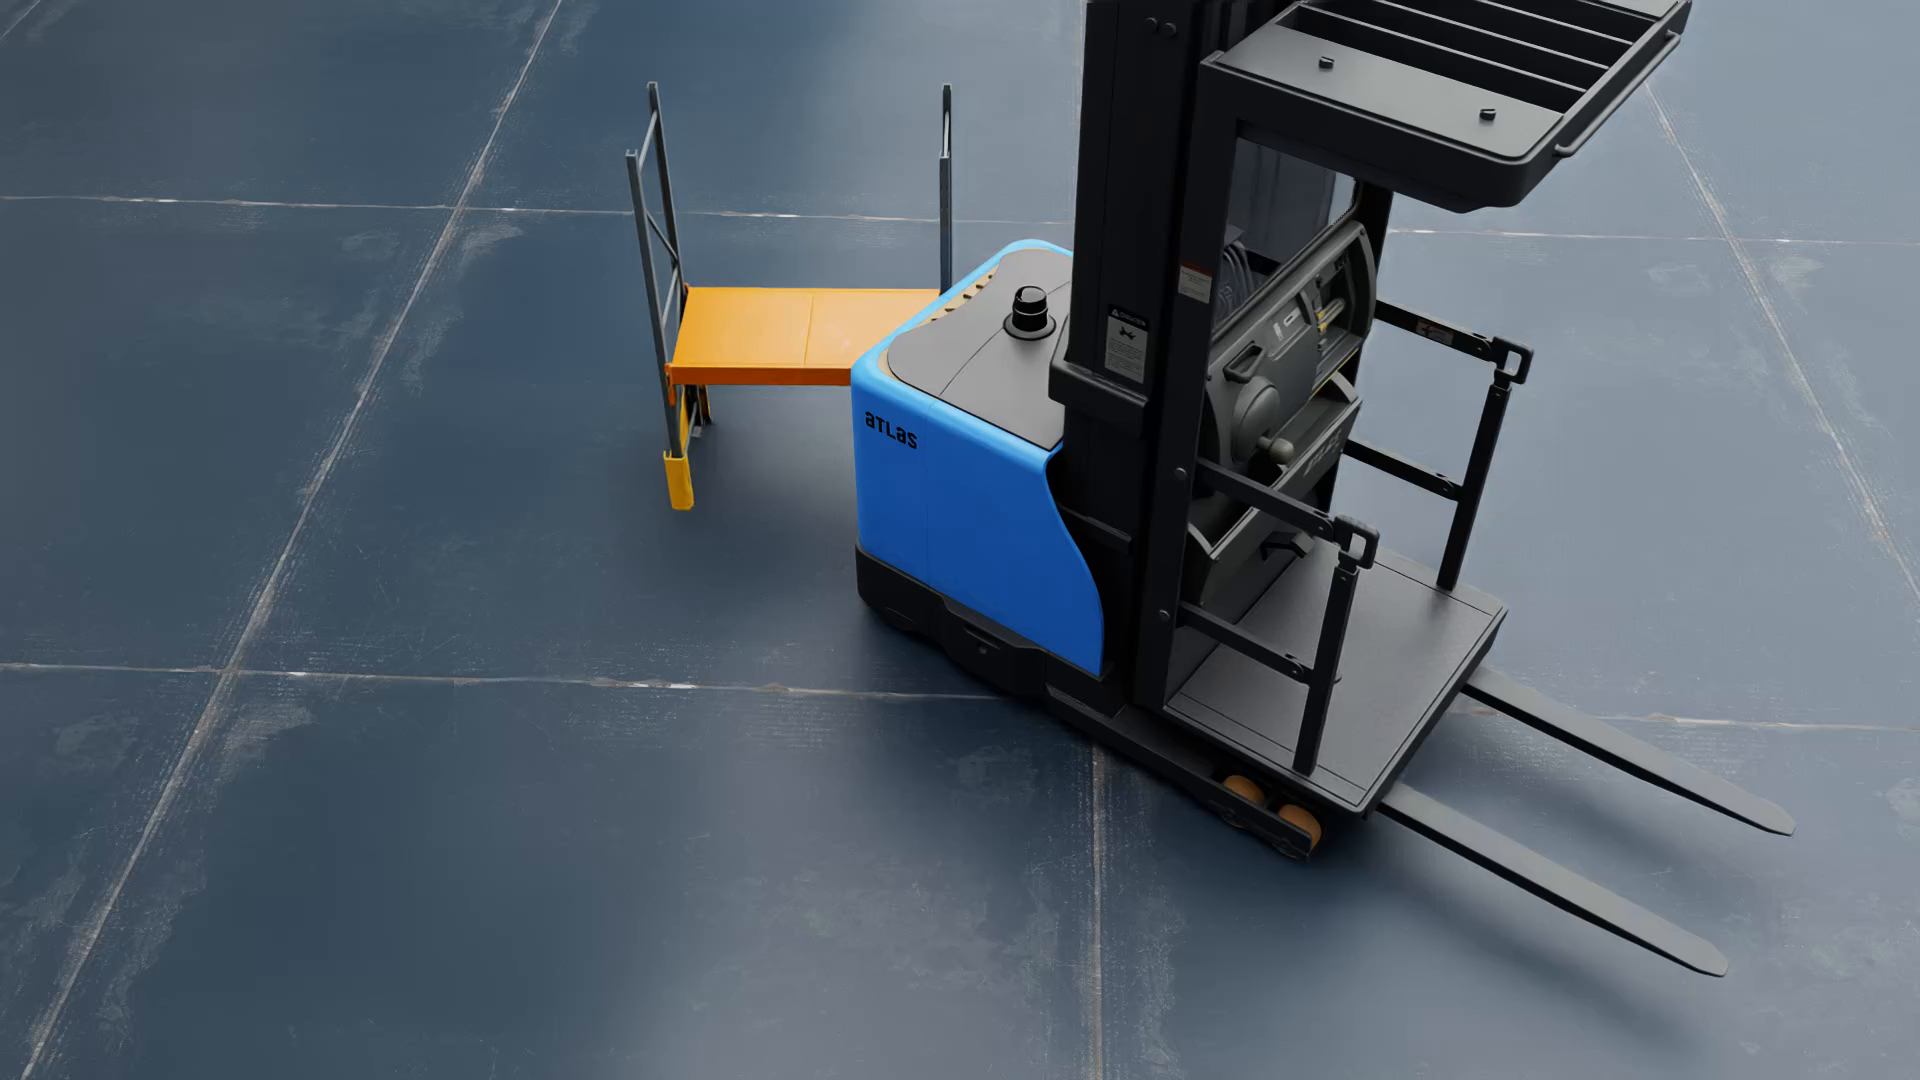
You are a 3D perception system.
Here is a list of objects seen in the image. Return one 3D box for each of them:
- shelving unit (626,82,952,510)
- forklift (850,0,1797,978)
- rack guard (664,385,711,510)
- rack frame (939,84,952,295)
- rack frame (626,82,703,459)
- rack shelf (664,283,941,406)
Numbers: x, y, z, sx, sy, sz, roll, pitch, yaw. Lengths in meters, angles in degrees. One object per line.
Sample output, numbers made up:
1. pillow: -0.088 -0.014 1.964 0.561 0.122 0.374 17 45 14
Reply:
1. shelving unit: -0.565 -0.860 6.073 1.083 1.500 0.587 1 43 1
2. forklift: 1.114 -0.498 4.634 3.031 2.935 1.130 27 49 26
3. rack guard: -1.063 -0.408 6.504 0.087 0.250 0.587 1 43 1
4. rack frame: -0.048 -0.856 6.068 0.032 1.500 0.500 1 43 1
5. rack frame: -1.065 -0.865 6.078 0.032 1.500 0.500 1 43 1
6. rack shelf: -0.556 -0.729 6.196 1.000 0.185 0.538 1 43 1
